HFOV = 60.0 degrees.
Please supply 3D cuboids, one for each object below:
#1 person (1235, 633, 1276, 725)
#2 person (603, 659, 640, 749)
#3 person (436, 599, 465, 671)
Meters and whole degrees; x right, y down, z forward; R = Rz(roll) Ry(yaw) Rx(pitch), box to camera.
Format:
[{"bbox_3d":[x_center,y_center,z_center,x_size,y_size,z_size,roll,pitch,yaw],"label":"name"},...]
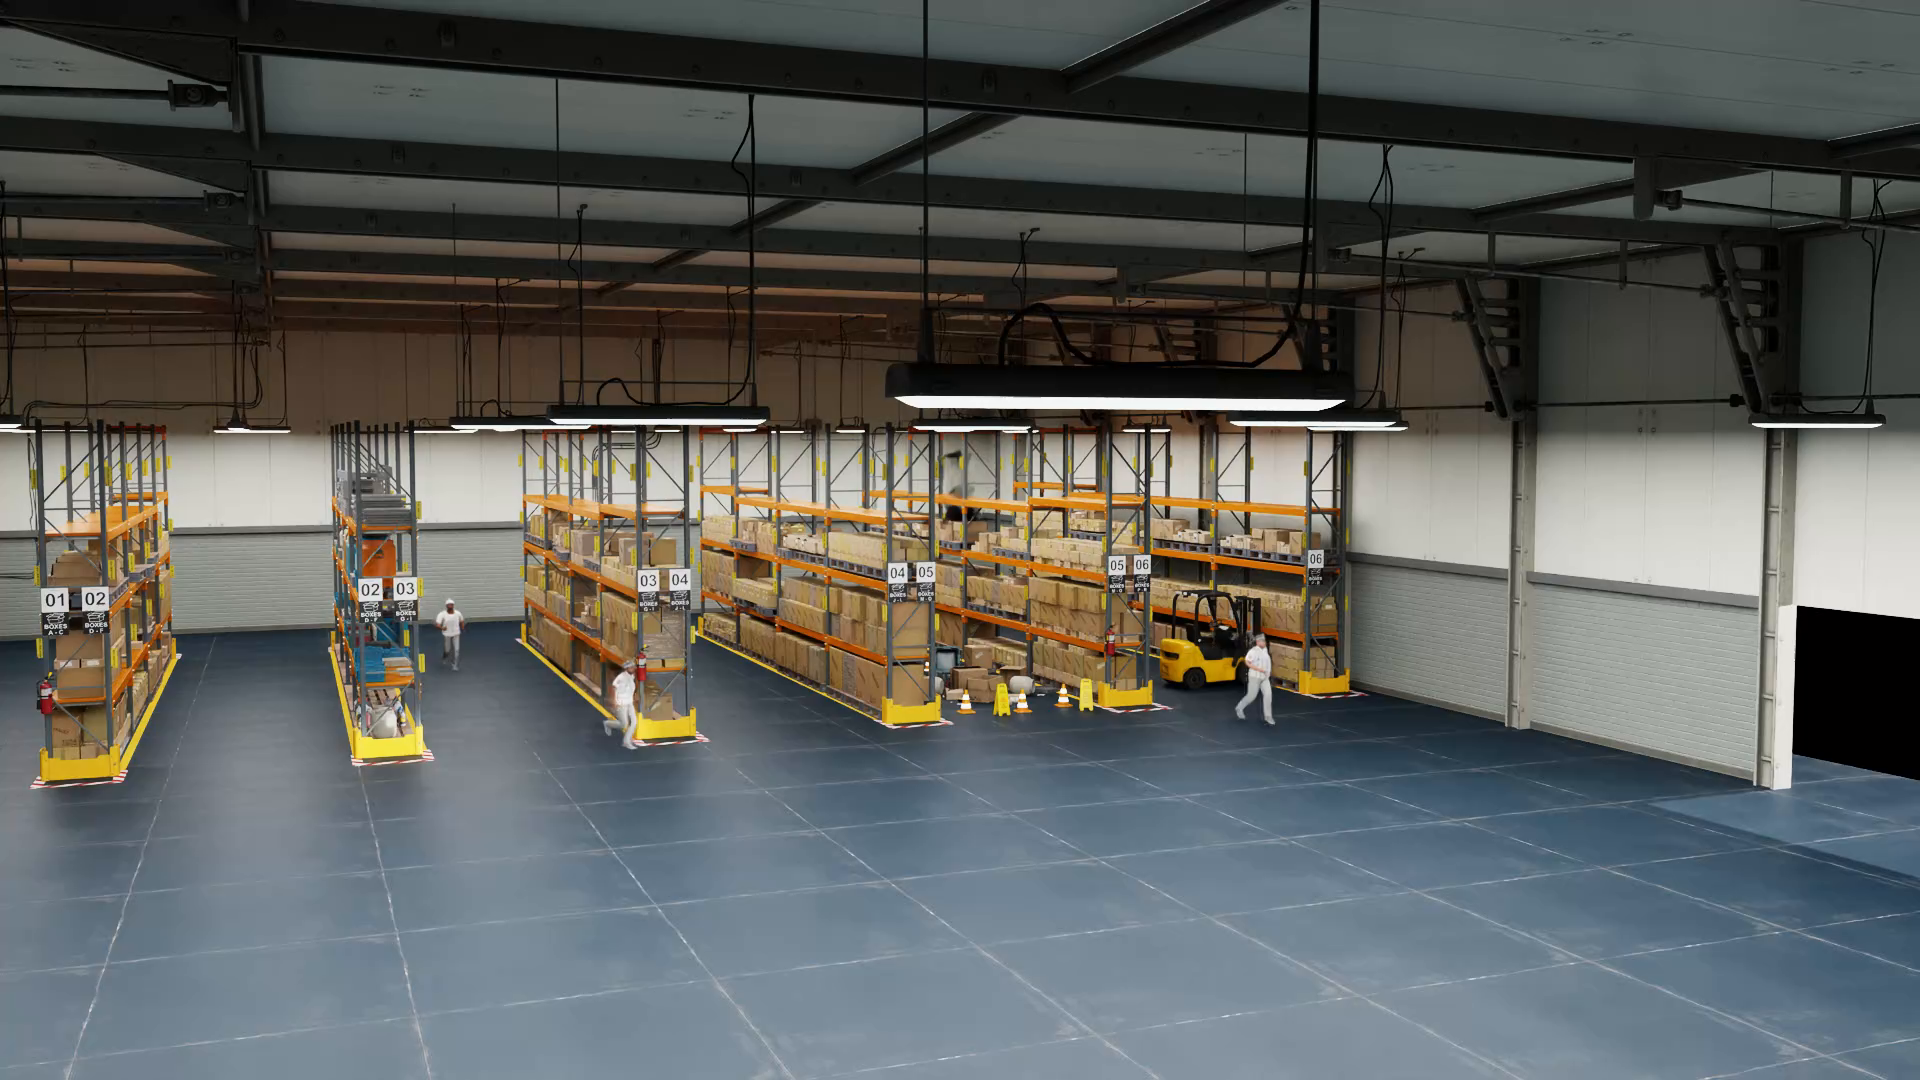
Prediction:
[{"bbox_3d":[5.990,2.754,33.248,0.703,1.785,0.994,-3,4,-36],"label":"person"},{"bbox_3d":[-6.239,3.014,30.601,0.684,1.663,0.598,2,4,23],"label":"person"},{"bbox_3d":[-12.456,2.318,40.695,0.714,1.733,0.791,-2,4,-30],"label":"person"}]
